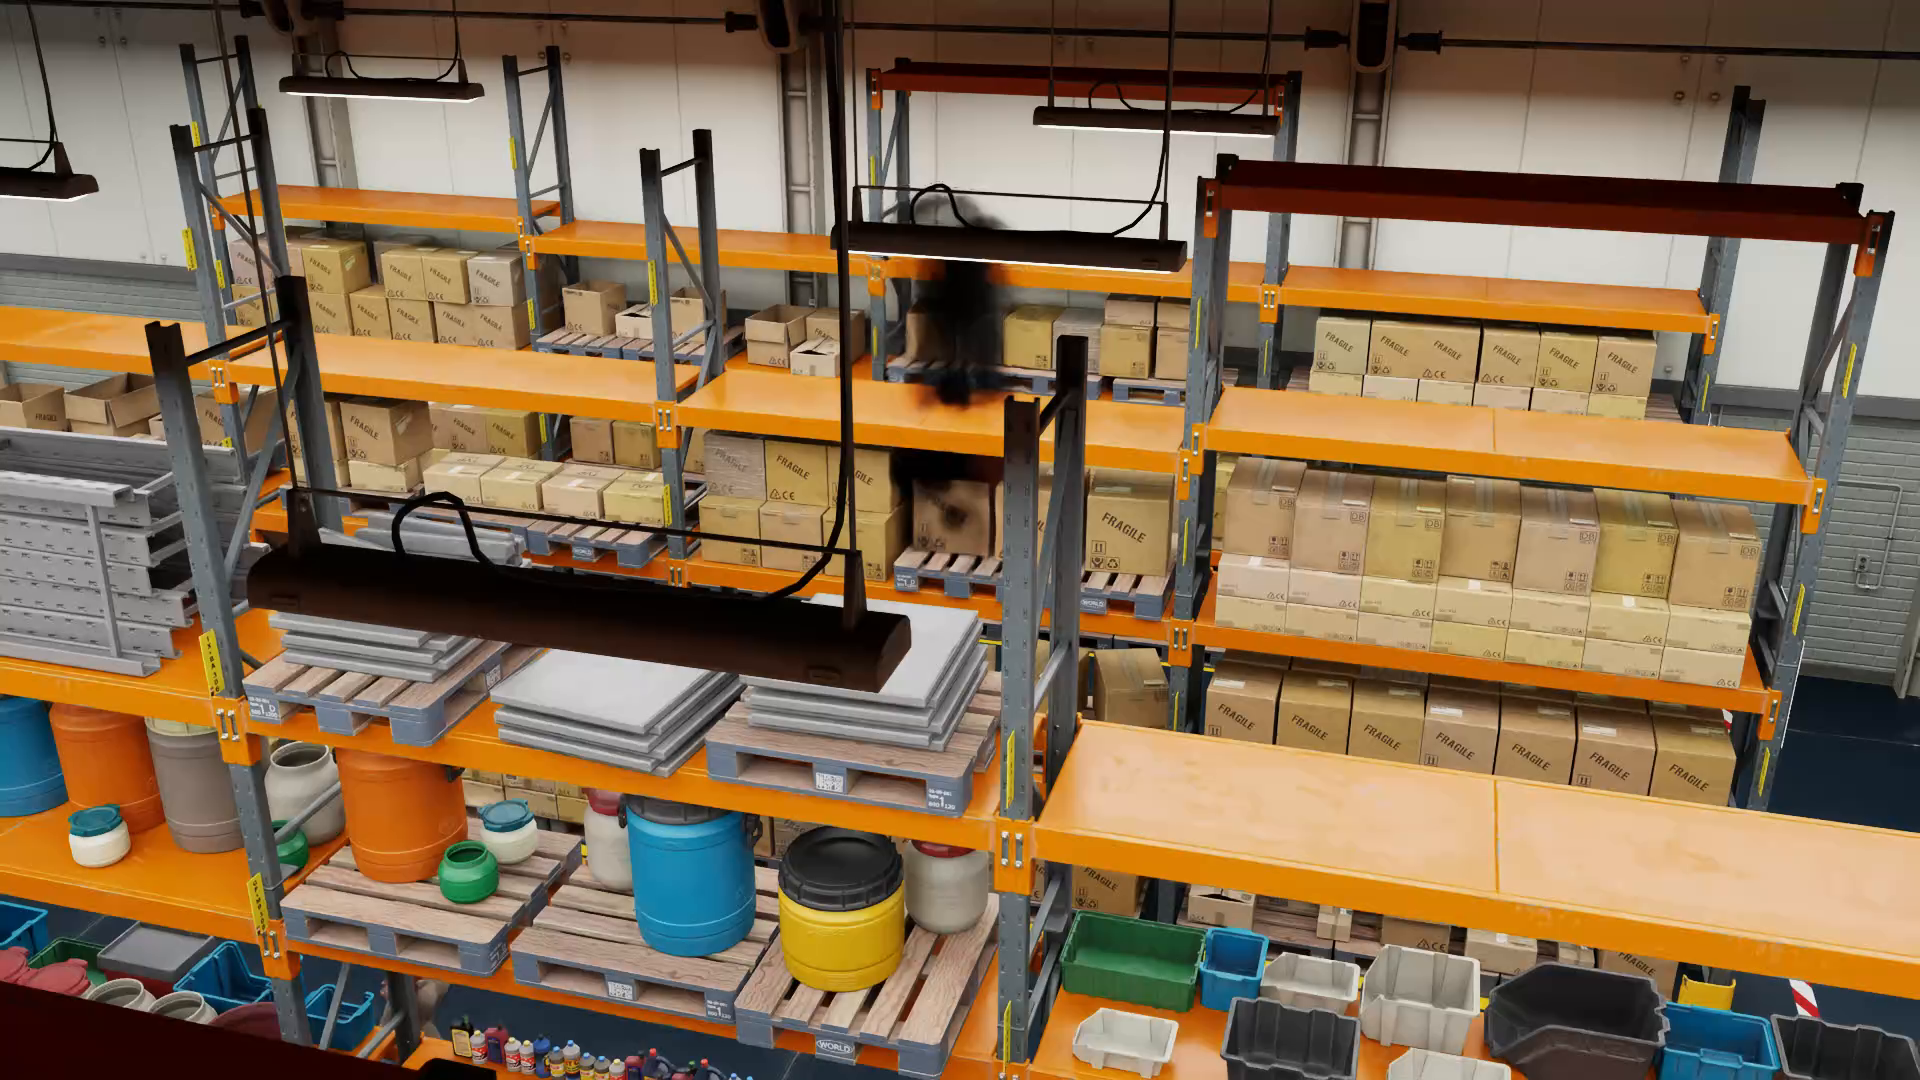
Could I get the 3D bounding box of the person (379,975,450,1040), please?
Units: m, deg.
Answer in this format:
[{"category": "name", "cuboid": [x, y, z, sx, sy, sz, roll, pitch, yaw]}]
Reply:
[{"category": "person", "cuboid": [-3.687, 3.032, 11.281, 0.619, 1.676, 0.658, 6, 23, 13]}]
